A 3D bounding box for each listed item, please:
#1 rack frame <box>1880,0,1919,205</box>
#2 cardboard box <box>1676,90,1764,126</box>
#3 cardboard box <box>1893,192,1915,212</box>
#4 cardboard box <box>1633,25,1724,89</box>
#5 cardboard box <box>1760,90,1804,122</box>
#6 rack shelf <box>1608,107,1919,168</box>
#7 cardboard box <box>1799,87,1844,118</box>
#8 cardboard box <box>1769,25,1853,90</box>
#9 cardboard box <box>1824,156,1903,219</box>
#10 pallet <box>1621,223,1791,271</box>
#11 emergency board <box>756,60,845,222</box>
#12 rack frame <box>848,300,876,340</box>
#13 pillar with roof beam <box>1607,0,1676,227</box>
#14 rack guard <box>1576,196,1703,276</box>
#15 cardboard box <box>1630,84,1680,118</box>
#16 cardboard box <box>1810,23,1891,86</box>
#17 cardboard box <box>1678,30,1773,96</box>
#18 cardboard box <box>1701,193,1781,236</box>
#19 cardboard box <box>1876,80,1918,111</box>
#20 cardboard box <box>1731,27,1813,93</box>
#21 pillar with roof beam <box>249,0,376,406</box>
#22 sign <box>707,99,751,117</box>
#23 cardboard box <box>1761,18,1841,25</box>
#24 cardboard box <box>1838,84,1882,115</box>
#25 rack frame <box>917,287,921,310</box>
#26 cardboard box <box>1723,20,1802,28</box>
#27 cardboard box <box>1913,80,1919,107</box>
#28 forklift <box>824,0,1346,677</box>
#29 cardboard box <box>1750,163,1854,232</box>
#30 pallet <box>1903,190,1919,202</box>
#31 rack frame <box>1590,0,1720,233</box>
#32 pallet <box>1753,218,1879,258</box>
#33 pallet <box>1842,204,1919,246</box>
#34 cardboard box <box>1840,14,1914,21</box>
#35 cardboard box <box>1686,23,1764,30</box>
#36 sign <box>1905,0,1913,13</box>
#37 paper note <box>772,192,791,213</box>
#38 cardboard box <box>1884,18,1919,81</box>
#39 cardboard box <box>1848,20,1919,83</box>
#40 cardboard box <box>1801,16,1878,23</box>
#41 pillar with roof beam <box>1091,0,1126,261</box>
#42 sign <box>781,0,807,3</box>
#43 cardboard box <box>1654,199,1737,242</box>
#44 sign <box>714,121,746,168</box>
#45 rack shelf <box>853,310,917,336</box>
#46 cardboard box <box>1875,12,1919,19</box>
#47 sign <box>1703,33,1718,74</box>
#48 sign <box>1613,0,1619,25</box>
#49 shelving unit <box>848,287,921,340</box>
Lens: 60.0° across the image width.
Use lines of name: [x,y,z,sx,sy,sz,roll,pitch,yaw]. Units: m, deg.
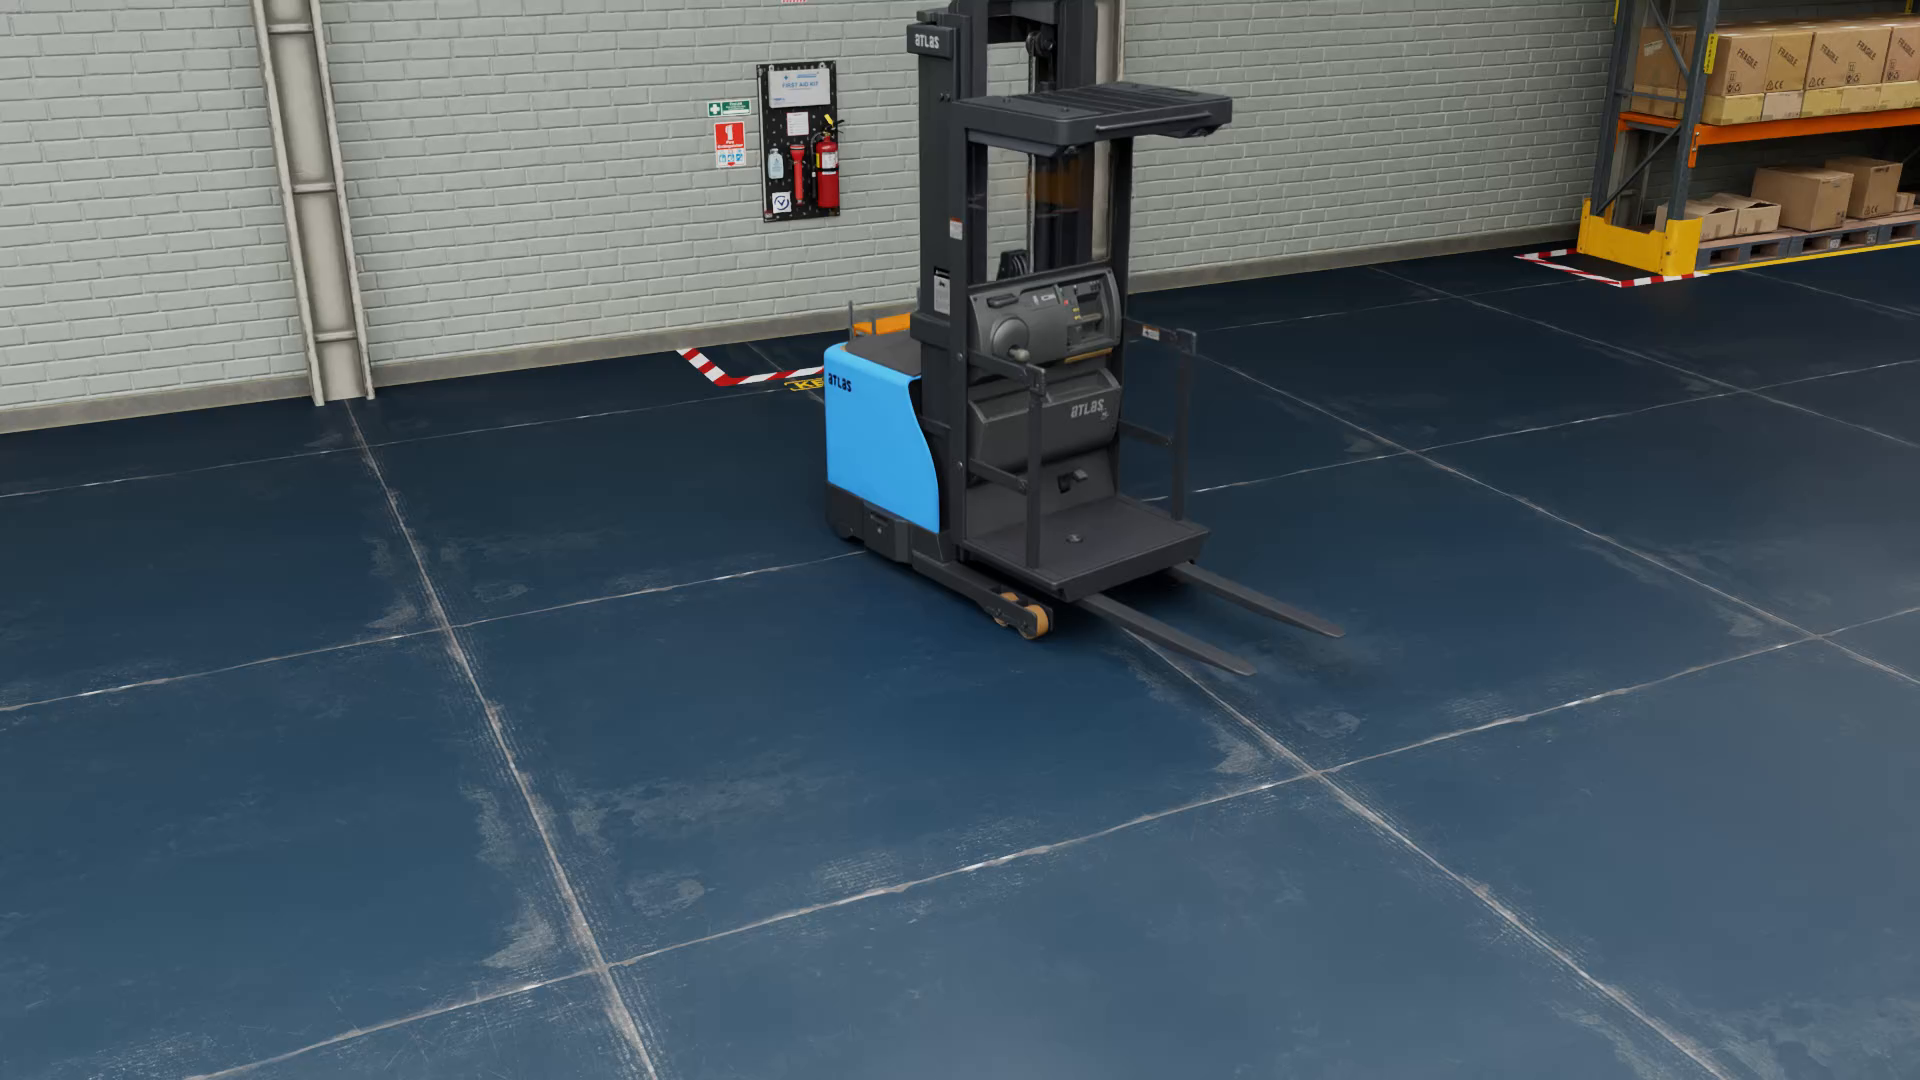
rack frame: [9.825,-4.636,16.528,0.127,3.000,1.000,-10,25,-24]
cardboard box: [6.798,-3.884,14.881,0.500,0.250,0.500,-11,25,-25]
cardboard box: [9.356,-3.431,16.746,0.250,0.166,0.380,-14,26,-30]
cardboard box: [6.553,-4.410,15.172,0.500,0.500,0.500,-11,25,-24]
cardboard box: [7.260,-3.975,15.101,0.500,0.250,0.500,-11,25,-25]
rack shelf: [8.023,-3.972,15.864,4.000,0.370,1.077,-10,25,-24]
cardboard box: [7.721,-4.058,15.300,0.500,0.250,0.500,-11,25,-24]
cardboard box: [7.699,-4.397,15.139,0.500,0.500,0.500,-11,25,-25]
cardboard box: [8.907,-3.498,16.473,0.500,0.500,0.500,-12,26,-28]
pallet: [7.036,-2.819,15.785,1.213,0.211,1.003,-10,25,-24]
emergency board: [-1.174,-2.995,12.563,0.643,1.169,0.194,-10,25,-24]
rack frame: [-0.547,-0.763,9.522,0.015,1.200,0.240,-17,28,-36]
pillar with roof beam: [8.343,-5.675,11.194,0.400,9.000,9.100,-10,25,-24]
rack guard: [6.289,-2.830,15.434,0.348,0.500,1.175,-10,25,-24]
cardboard box: [6.558,-4.057,15.299,0.500,0.250,0.500,-10,25,-23]
cardboard box: [8.159,-4.486,15.356,0.500,0.500,0.500,-10,24,-22]
cardboard box: [6.781,-4.235,14.748,0.500,0.500,0.500,-10,25,-24]
cardboard box: [7.397,-3.112,15.786,0.500,0.311,0.500,-8,24,-19]
cardboard box: [8.630,-4.224,15.704,0.500,0.250,0.500,-11,25,-24]
cardboard box: [7.231,-4.313,14.937,0.500,0.500,0.500,-10,25,-23]
pillar with roof beam: [-2.470,-3.685,6.385,0.400,9.000,9.100,-10,25,-24]
sign: [-1.709,-3.198,12.313,0.331,0.109,0.001,-10,25,-24]
cardboard box: [7.929,-4.661,15.778,0.500,0.500,0.500,-10,25,-23]
cardboard box: [8.178,-4.141,15.501,0.500,0.250,0.500,-10,25,-23]
rack frame: [-0.168,-0.880,9.806,0.015,1.200,0.240,-17,28,-36]
cardboard box: [7.475,-4.578,15.577,0.500,0.500,0.500,-11,25,-25]
cardboard box: [9.077,-4.313,15.918,0.500,0.250,0.500,-10,25,-23]
forklift: [0.564,-1.087,8.045,1.130,2.935,3.031,-17,28,-36]
cardboard box: [8.079,-3.304,16.002,0.500,0.500,0.700,-12,25,-27]
pallet: [10.526,-3.477,17.375,1.213,0.211,1.003,-10,25,-24]
rack frame: [6.220,-3.973,14.925,0.127,3.000,1.000,-10,25,-24]
pallet: [8.134,-3.020,16.270,1.213,0.211,1.003,-10,25,-24]
pallet: [9.235,-3.224,16.763,1.213,0.211,1.003,-10,25,-24]
cardboard box: [8.843,-4.832,16.191,0.500,0.500,0.500,-11,25,-24]
cardboard box: [7.011,-4.491,15.366,0.500,0.500,0.500,-10,25,-23]
sign: [9.581,-5.362,16.767,0.005,0.325,0.100,-10,25,-24]
paper note: [-1.363,-2.582,12.718,0.142,0.148,0.016,-10,25,-24]
cardboard box: [9.086,-4.653,15.758,0.500,0.500,0.500,-11,25,-24]
cardboard box: [8.627,-4.573,15.565,0.500,0.500,0.500,-11,25,-25]
cardboard box: [8.391,-4.751,15.996,0.500,0.500,0.500,-10,24,-22]
pillar with roof beam: [2.937,-4.680,8.790,0.400,9.000,9.100,-10,25,-24]
sign: [-1.224,-4.099,12.199,0.199,0.298,0.001,-10,25,-24]
cardboard box: [6.883,-3.017,15.558,0.500,0.311,0.500,-14,26,-30]
sign: [-1.716,-2.955,12.420,0.234,0.329,0.001,-10,25,-24]
rack shelf: [-0.358,-1.185,9.515,0.480,0.148,0.258,-17,28,-36]
cardboard box: [9.311,-4.917,16.395,0.500,0.500,0.500,-11,25,-25]
sign: [6.456,-4.186,14.308,0.005,0.325,0.100,-10,25,-24]
sign: [5.998,-4.848,15.113,0.005,0.325,0.100,-10,25,-24]
shelving unit: [-0.357,-0.821,9.664,0.503,1.200,0.258,-17,28,-36]
